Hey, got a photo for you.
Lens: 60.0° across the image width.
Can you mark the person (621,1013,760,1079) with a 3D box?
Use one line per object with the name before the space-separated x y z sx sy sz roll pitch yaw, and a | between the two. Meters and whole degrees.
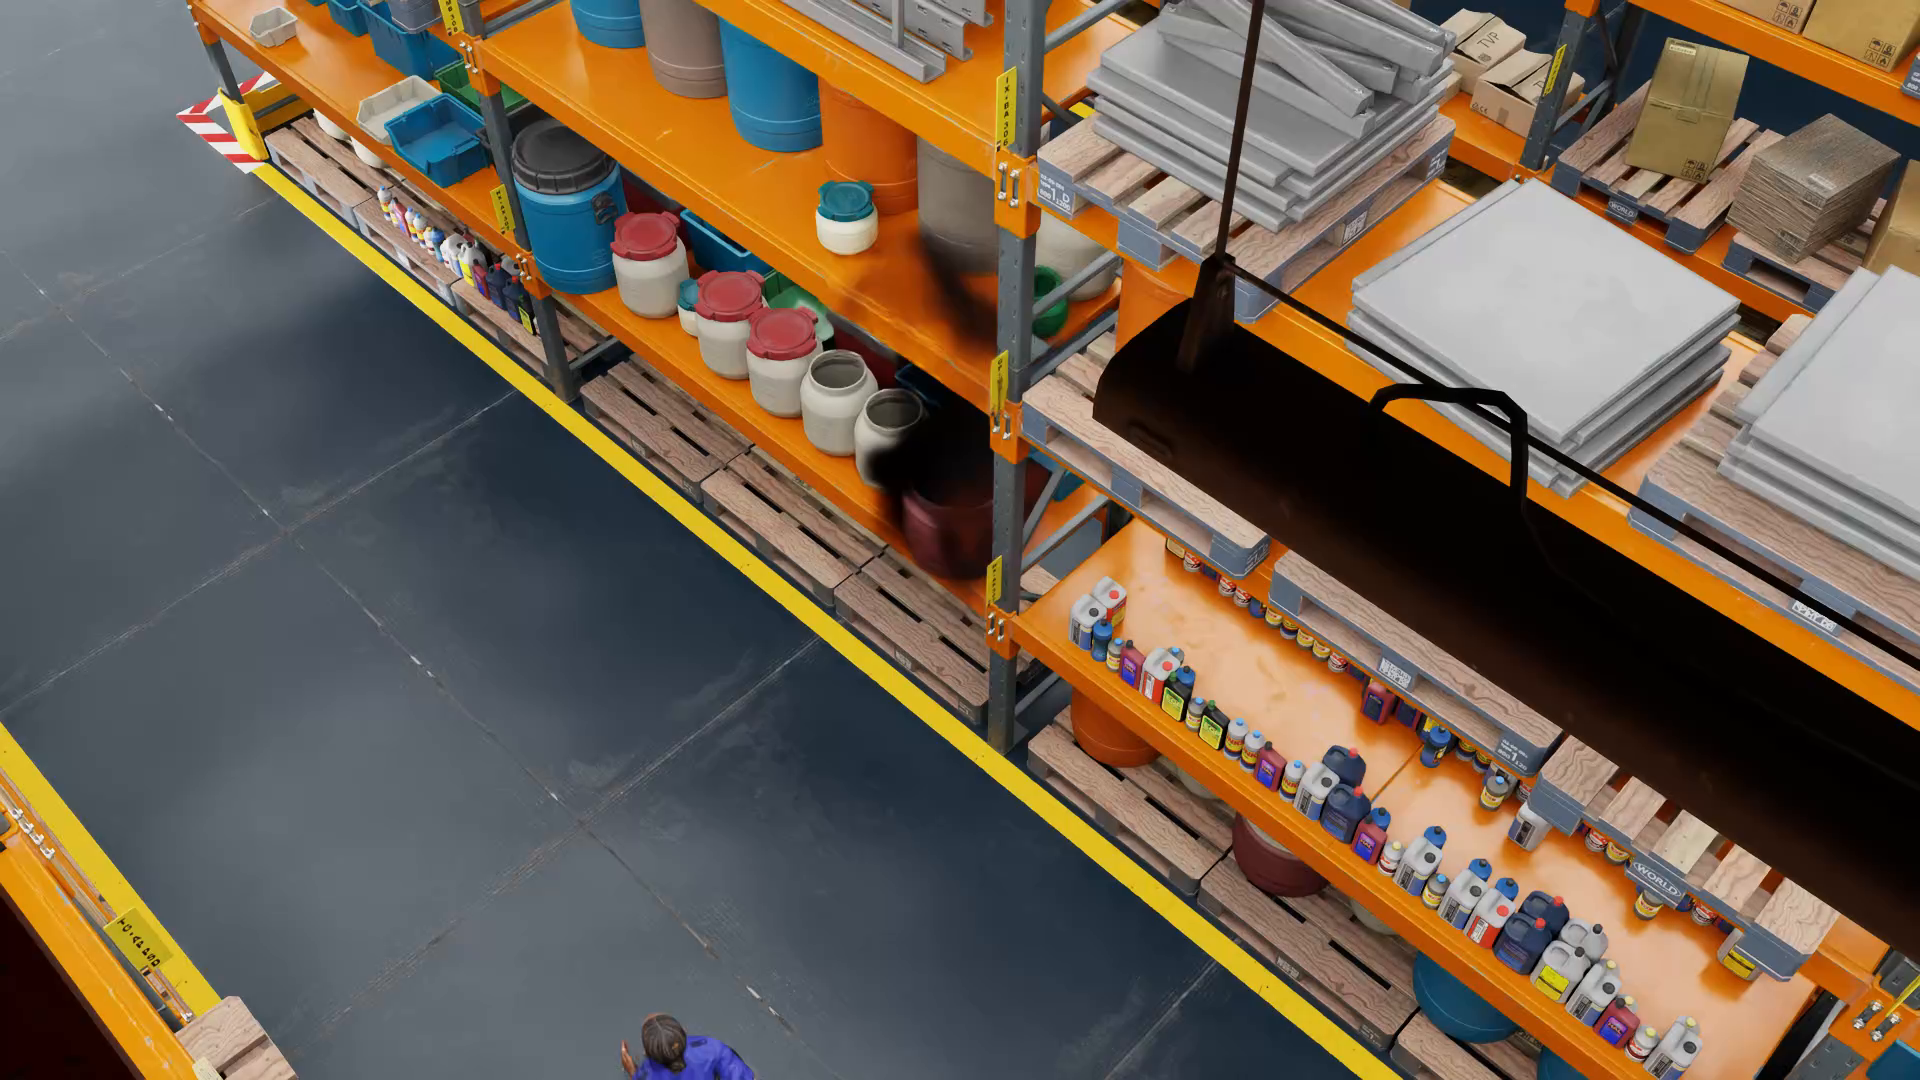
person | -1.111 2.443 6.932 0.503 1.718 0.767 -37 59 -27
